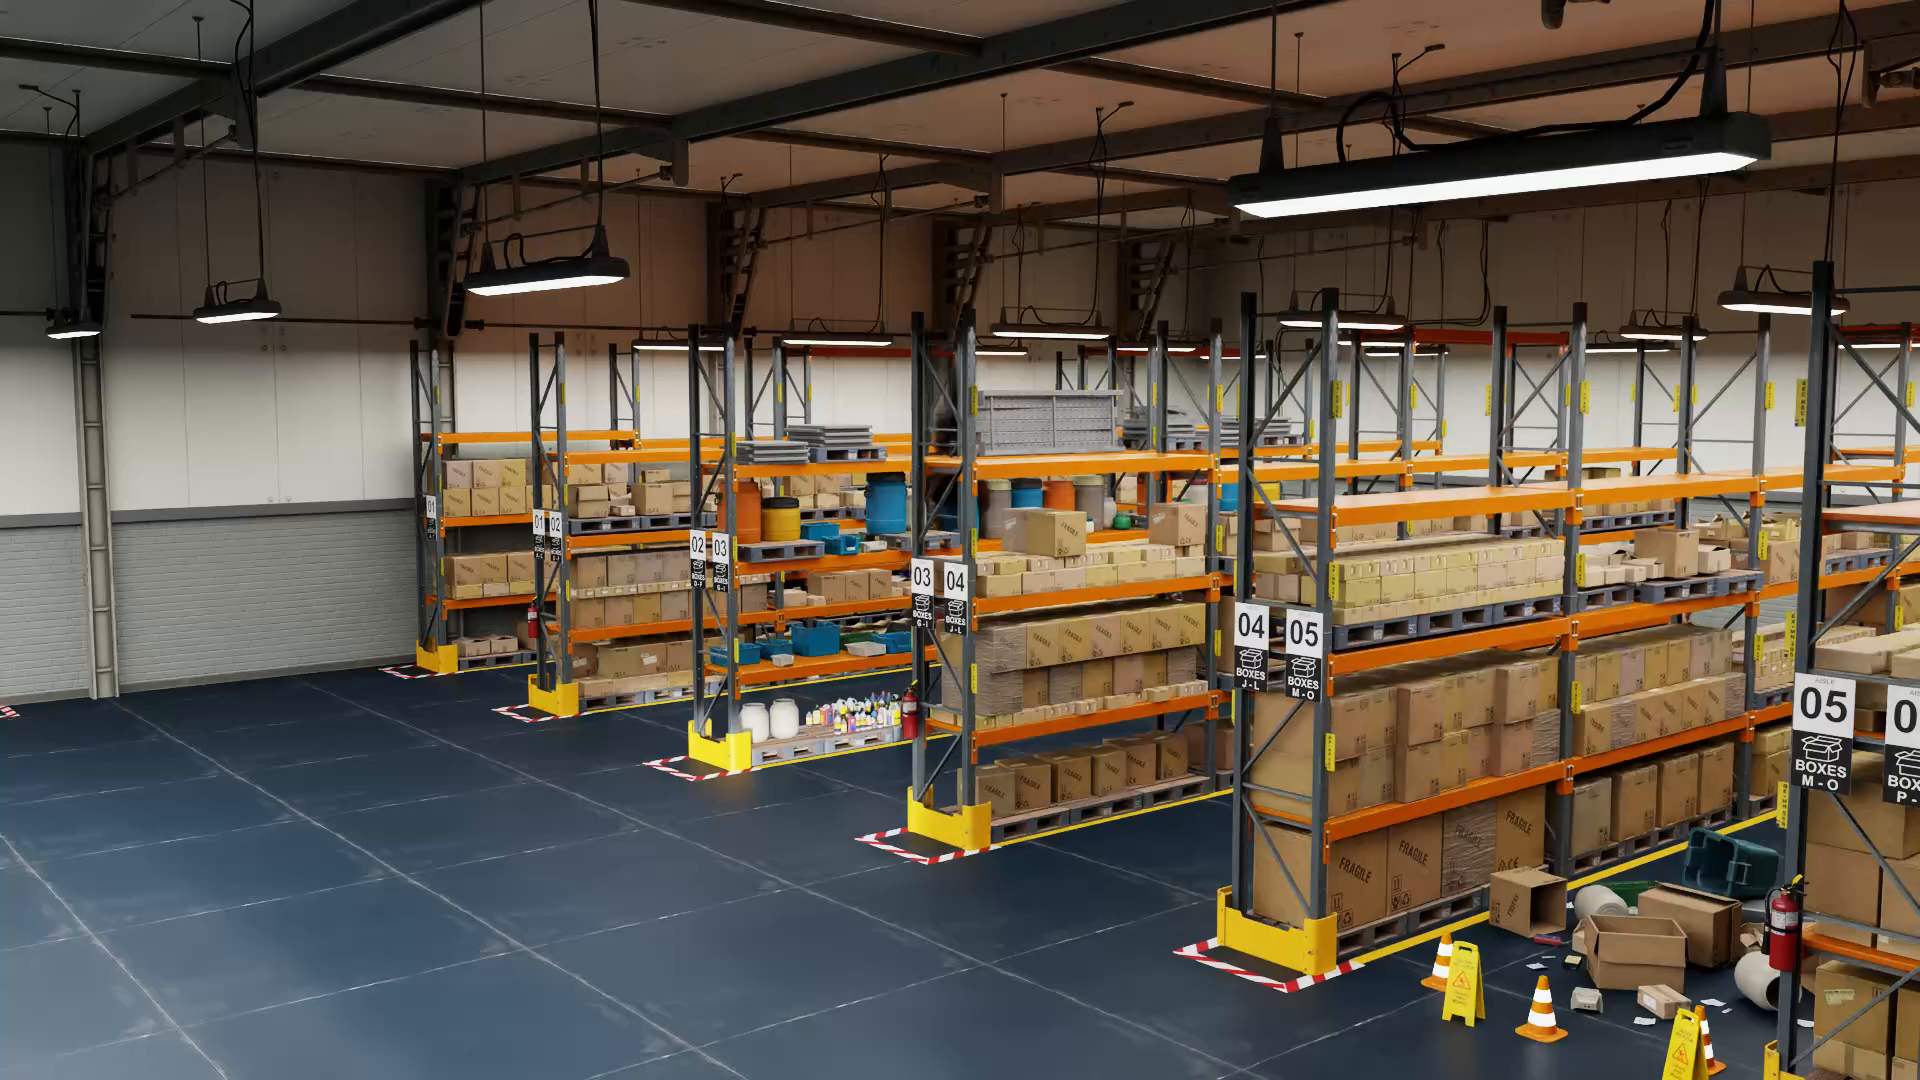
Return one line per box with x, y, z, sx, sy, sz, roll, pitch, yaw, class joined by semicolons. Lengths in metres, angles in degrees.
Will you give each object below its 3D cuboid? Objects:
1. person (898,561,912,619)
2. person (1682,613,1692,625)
-1.000;1.294;33.600;0.600;1.592;0.918;4;7;39;person
11.271;1.936;25.986;0.925;1.674;0.568;-5;7;-44;person
